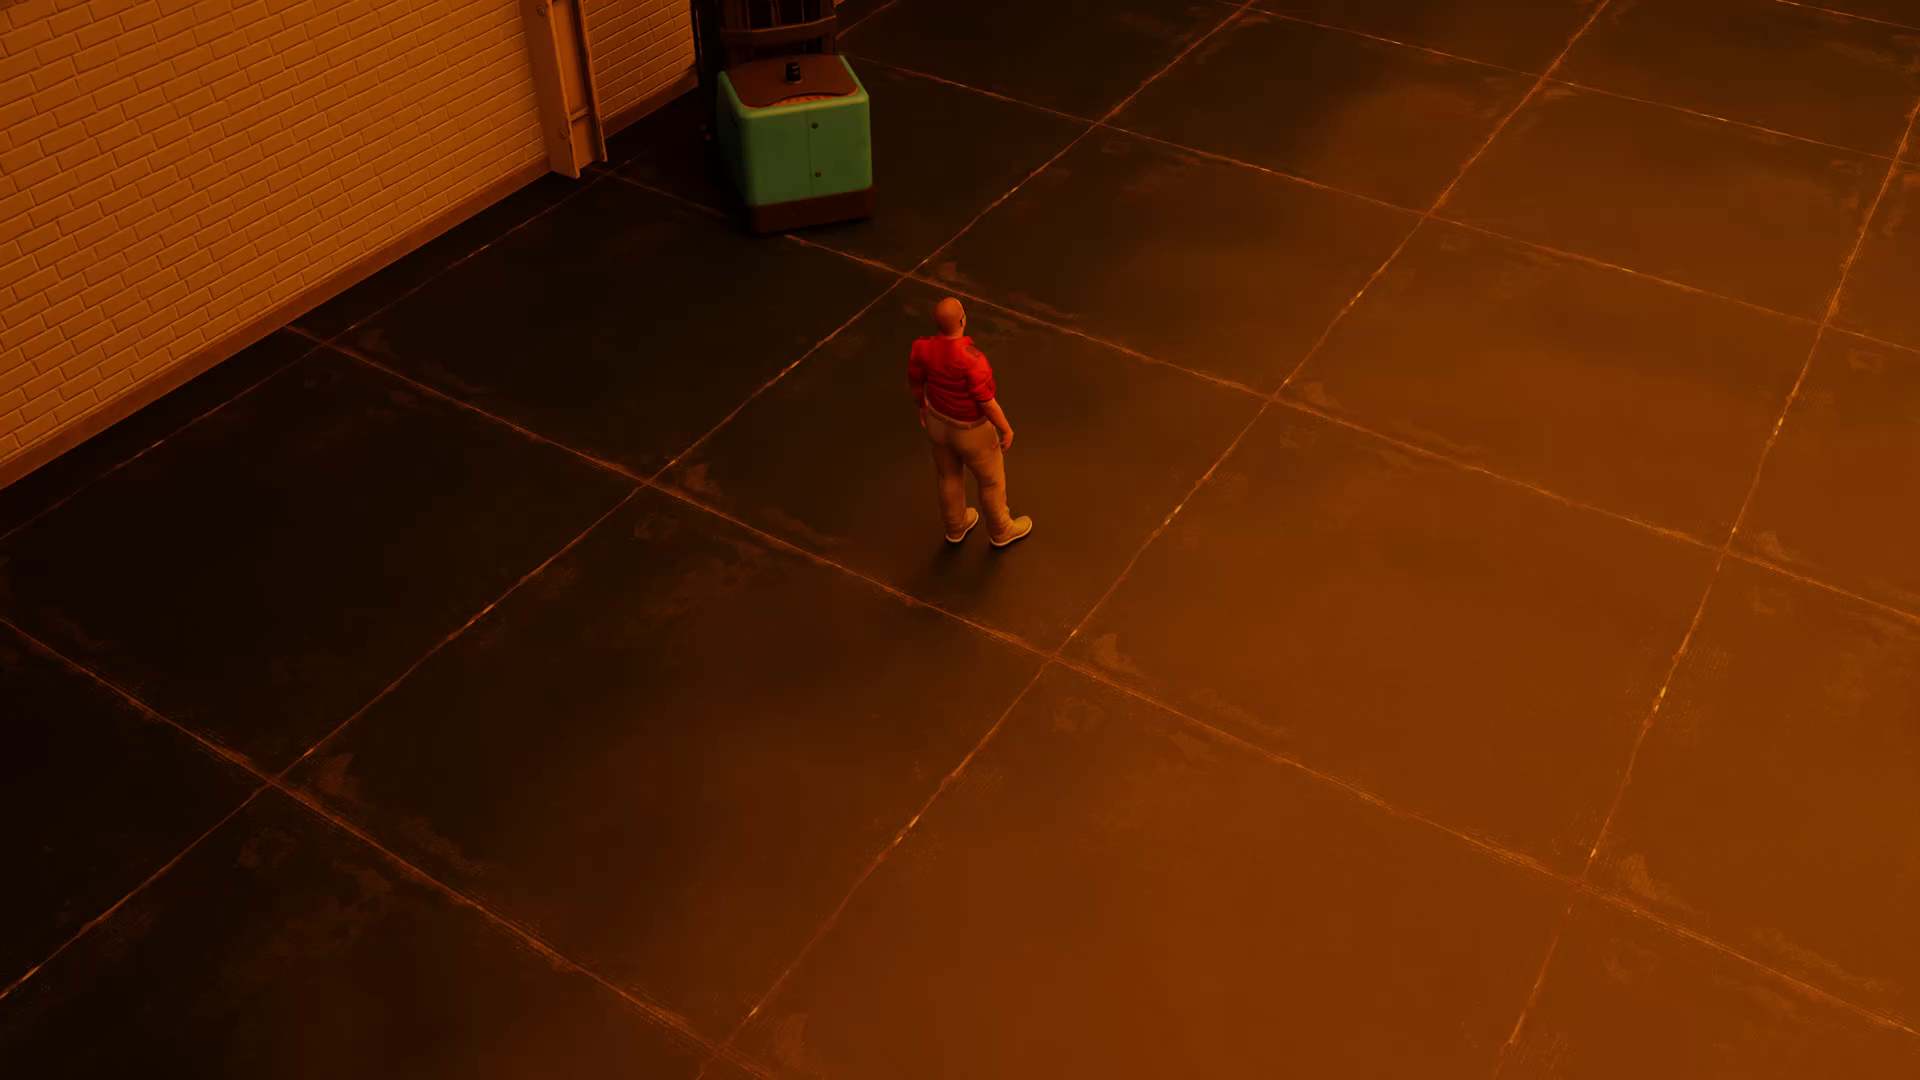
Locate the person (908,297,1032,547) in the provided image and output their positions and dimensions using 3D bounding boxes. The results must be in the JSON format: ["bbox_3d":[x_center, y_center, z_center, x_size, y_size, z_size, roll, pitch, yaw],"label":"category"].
[{"bbox_3d":[0.058,-0.711,9.723,0.641,1.727,0.550,22,45,24],"label":"person"}]

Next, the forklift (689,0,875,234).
[{"bbox_3d":[-1.614,-4.462,13.232,1.130,2.935,3.031,-12,42,-14],"label":"forklift"}]
